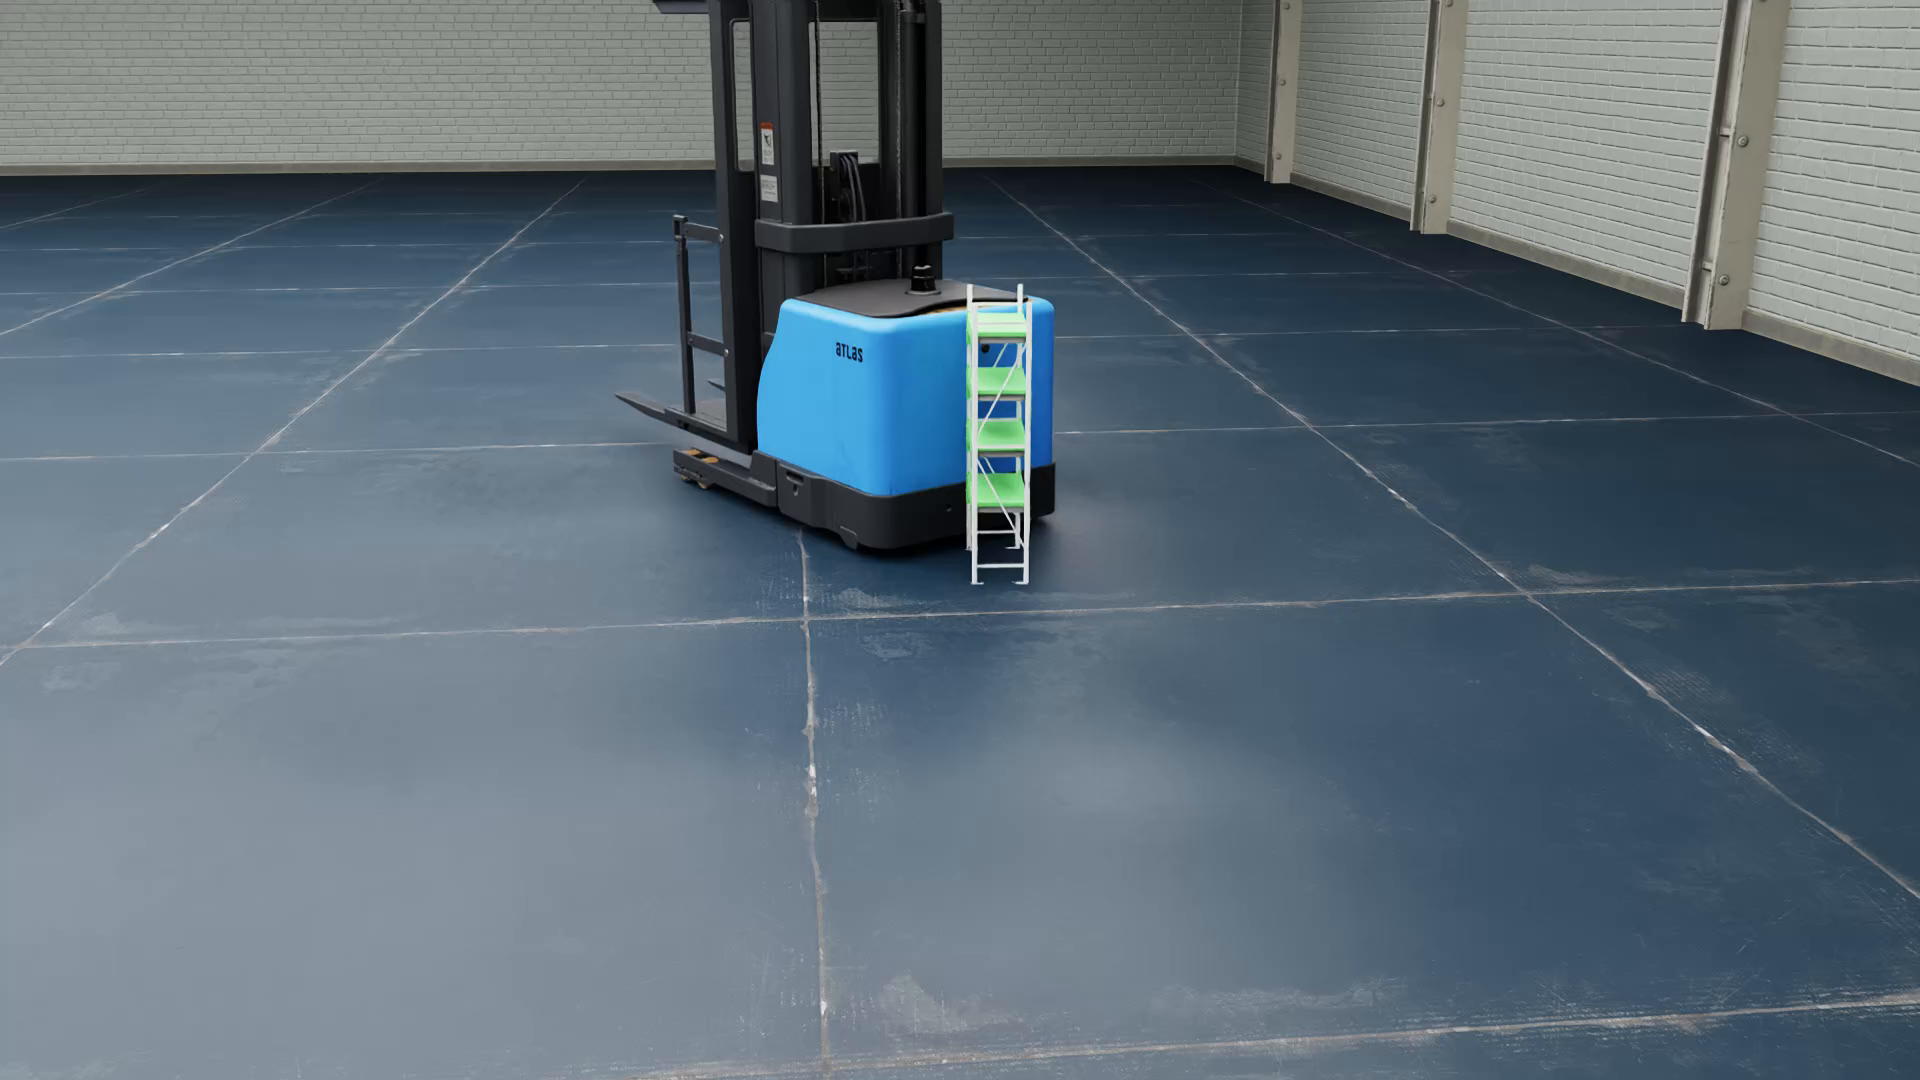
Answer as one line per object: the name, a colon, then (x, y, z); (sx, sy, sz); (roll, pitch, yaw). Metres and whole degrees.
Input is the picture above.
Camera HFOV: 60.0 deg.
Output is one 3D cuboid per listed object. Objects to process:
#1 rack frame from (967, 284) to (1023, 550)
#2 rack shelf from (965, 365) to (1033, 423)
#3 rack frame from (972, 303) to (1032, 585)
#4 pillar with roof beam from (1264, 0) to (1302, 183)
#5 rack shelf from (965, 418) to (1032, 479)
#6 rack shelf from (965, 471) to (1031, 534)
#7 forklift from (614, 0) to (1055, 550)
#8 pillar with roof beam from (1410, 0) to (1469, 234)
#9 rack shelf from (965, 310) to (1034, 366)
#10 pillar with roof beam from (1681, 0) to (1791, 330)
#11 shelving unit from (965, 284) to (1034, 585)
rack frame: (0.152, -0.530, 7.362); (0.240, 1.200, 0.015); (-1, 17, -2)
rack shelf: (0.161, -0.625, 7.077); (0.258, 0.148, 0.480); (-1, 17, -2)
rack frame: (0.171, -0.384, 6.897); (0.240, 1.200, 0.015); (-1, 17, -2)
pillar with roof beam: (0.392, -9.426, 22.678); (9.100, 9.000, 0.400); (-2, 18, -6)
rack shelf: (0.161, -0.396, 7.149); (0.258, 0.148, 0.480); (-1, 17, -2)
rack shelf: (0.161, -0.167, 7.220); (0.258, 0.148, 0.480); (-1, 17, -2)
forklift: (-0.835, -1.734, 8.307); (1.130, 2.935, 3.031); (-13, 21, -35)
pillar with roof beam: (1.011, -7.639, 16.984); (9.100, 9.000, 0.400); (-2, 18, -6)
rack shelf: (0.161, -0.854, 7.005); (0.258, 0.148, 0.480); (-1, 17, -2)
pillar with roof beam: (1.629, -5.851, 11.290); (9.100, 9.000, 0.400); (-2, 18, -6)
shelving unit: (0.161, -0.457, 7.129); (0.258, 1.200, 0.503); (-1, 17, -2)
